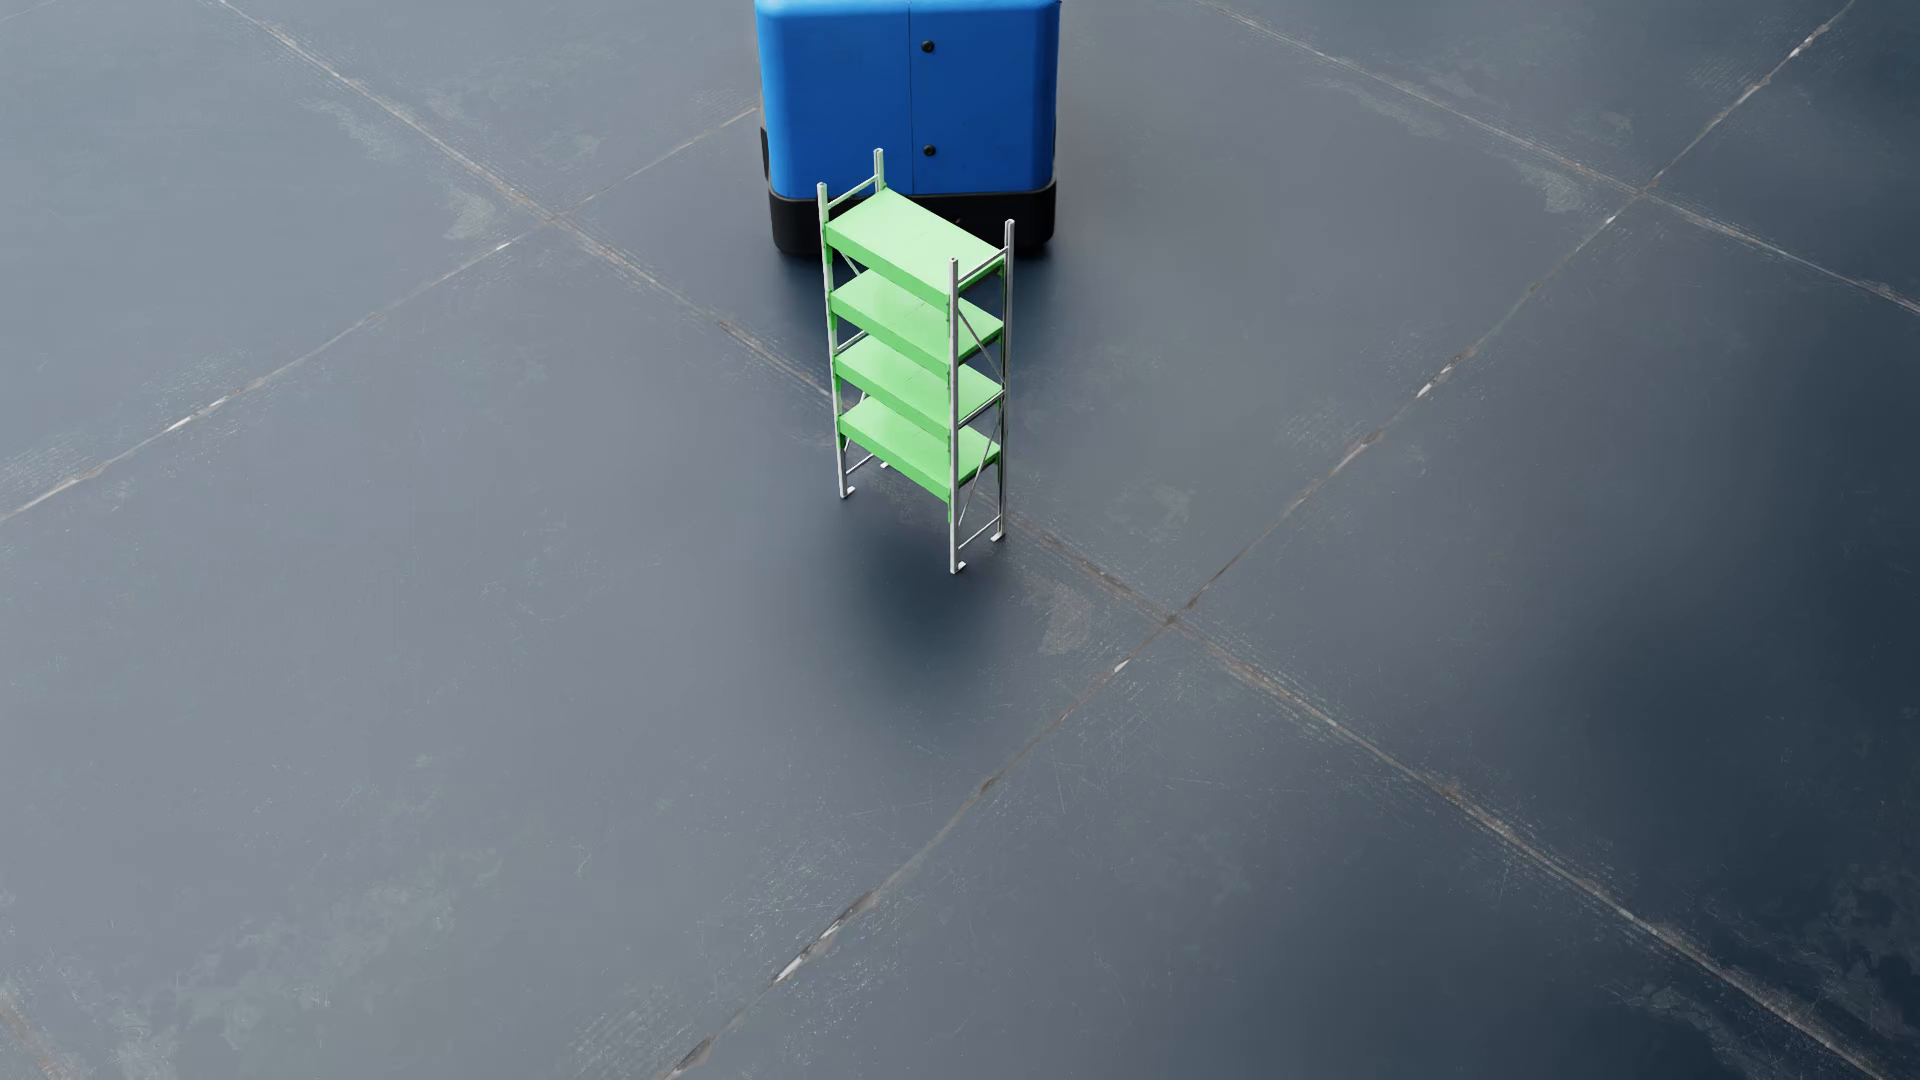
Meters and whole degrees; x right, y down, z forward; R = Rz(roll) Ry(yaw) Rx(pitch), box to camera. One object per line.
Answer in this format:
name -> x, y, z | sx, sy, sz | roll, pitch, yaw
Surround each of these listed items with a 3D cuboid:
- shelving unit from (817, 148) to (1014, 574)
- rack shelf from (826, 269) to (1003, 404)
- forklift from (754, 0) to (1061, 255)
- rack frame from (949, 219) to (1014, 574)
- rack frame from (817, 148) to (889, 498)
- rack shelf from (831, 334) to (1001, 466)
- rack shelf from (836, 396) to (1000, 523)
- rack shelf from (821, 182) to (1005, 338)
shelving unit -> -0.122, -0.493, 4.889 | 0.503, 1.200, 0.258 | 34, 55, 28
rack shelf -> -0.122, -0.613, 4.761 | 0.480, 0.148, 0.258 | 34, 55, 28
forklift -> -0.256, -3.125, 6.174 | 1.130, 2.935, 3.031 | -3, 47, -2
rack frame -> 0.058, -0.372, 4.776 | 0.015, 1.200, 0.240 | 34, 55, 28
rack frame -> -0.301, -0.613, 5.003 | 0.015, 1.200, 0.240 | 34, 55, 28
rack shelf -> -0.122, -0.449, 4.936 | 0.480, 0.148, 0.258 | 34, 55, 28
rack shelf -> -0.122, -0.285, 5.111 | 0.480, 0.148, 0.258 | 34, 55, 28
rack shelf -> -0.122, -0.777, 4.586 | 0.480, 0.148, 0.258 | 34, 55, 28
